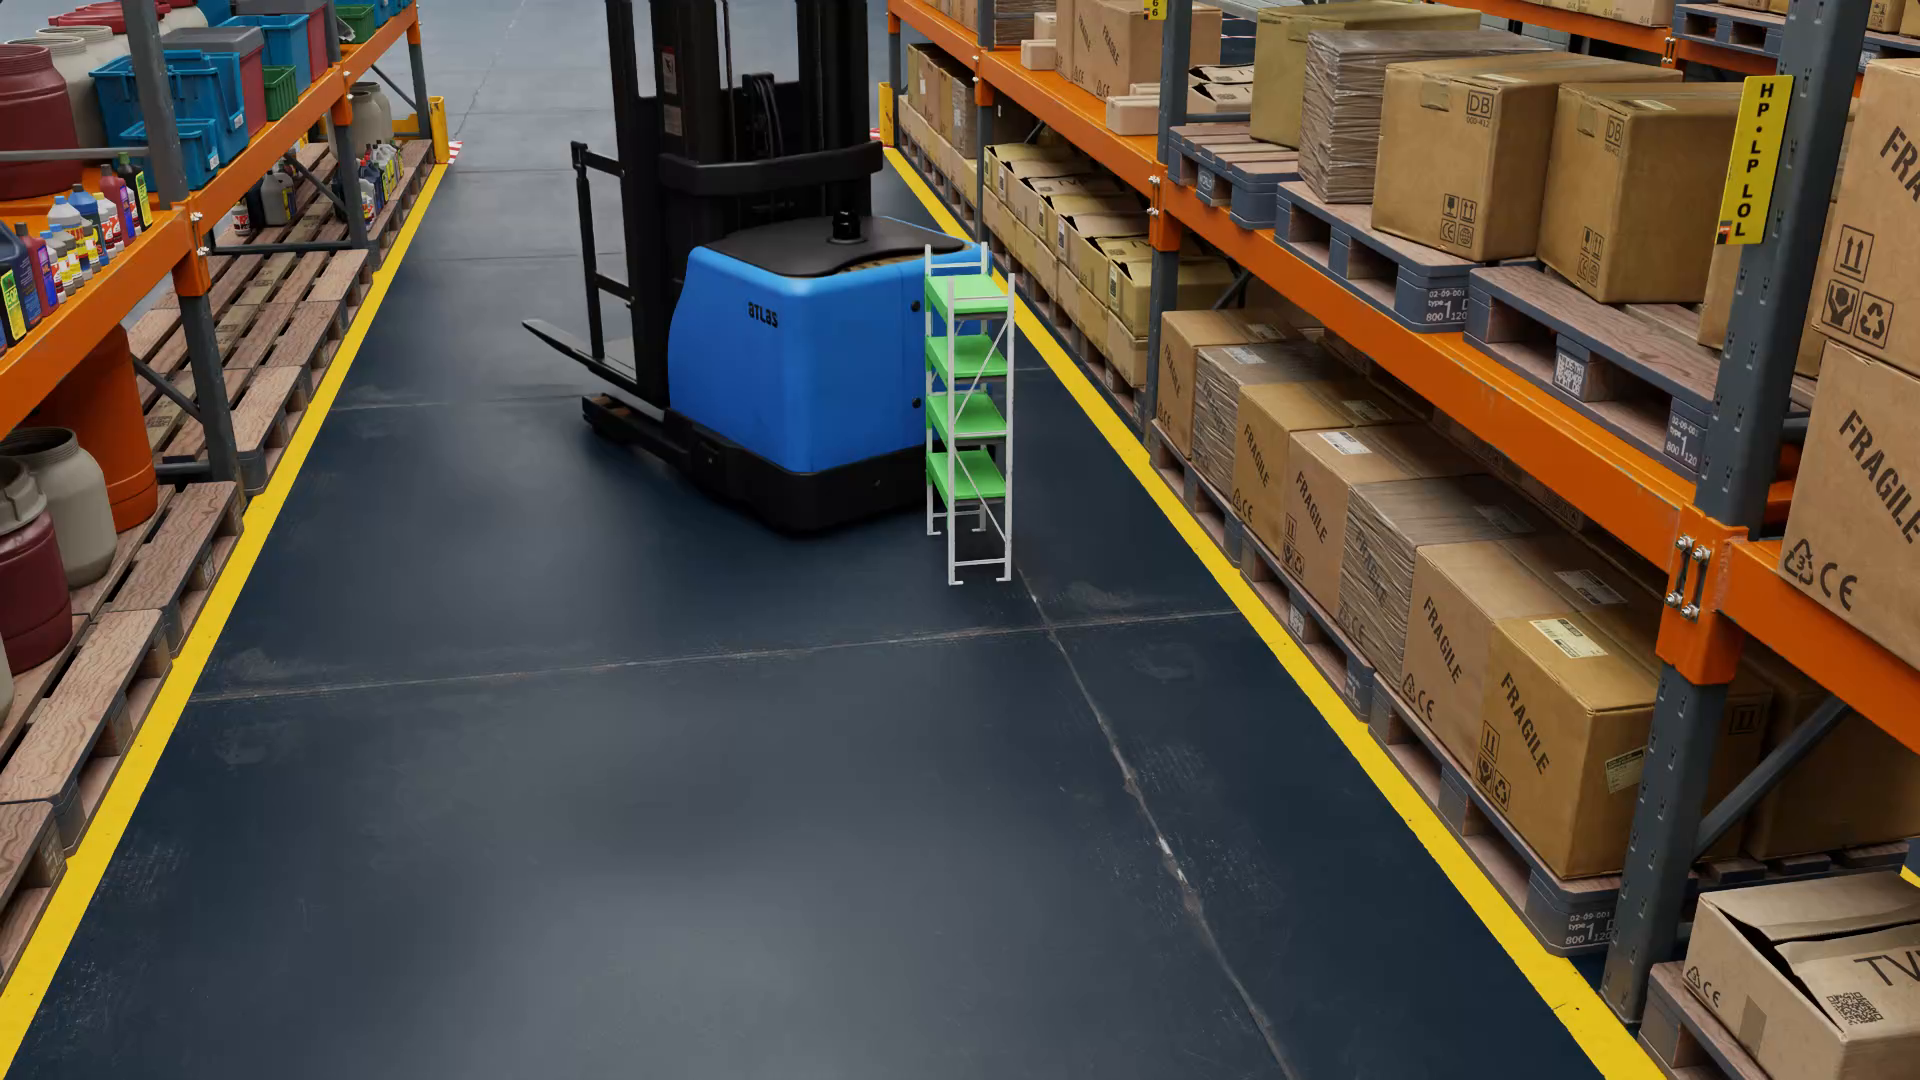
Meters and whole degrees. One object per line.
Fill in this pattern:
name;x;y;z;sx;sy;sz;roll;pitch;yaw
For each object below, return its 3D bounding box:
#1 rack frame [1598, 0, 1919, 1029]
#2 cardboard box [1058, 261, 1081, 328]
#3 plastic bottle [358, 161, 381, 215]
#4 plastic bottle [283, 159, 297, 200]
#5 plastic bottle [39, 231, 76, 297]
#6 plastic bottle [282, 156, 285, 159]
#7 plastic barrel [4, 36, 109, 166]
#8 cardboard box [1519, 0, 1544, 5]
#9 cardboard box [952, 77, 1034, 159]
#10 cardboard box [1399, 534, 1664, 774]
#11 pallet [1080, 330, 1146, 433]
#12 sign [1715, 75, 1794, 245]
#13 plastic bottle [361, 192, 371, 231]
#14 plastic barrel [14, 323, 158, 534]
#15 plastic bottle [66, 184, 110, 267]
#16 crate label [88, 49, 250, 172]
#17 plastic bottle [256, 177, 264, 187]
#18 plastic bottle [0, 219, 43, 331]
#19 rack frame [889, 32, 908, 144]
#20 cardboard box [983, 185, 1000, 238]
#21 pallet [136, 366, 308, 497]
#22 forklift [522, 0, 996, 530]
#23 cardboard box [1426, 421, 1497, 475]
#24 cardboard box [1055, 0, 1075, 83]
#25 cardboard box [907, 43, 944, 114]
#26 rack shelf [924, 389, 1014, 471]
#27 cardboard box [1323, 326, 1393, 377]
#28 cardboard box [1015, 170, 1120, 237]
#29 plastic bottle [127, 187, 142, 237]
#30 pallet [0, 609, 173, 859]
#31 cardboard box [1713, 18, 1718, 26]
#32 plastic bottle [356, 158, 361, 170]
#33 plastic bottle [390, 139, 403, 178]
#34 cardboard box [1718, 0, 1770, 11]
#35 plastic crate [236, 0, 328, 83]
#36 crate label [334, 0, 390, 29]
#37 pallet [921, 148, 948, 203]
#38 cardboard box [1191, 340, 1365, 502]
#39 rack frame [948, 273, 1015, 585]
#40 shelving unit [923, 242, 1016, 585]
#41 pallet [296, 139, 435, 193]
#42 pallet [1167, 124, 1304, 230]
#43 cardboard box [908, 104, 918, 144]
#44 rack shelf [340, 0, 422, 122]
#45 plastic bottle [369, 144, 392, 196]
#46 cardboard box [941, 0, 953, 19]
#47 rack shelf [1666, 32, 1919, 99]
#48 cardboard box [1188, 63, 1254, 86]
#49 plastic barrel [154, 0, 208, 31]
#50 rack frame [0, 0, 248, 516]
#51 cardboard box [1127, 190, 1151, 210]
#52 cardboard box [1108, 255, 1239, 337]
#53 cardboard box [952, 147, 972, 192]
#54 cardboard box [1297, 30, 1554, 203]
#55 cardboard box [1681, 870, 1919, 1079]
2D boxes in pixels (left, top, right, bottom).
rack frame;2.095;-0.251;3.577;1.000;3.000;0.127;-4;24;-10
cardboard box;0.829;-1.346;8.995;0.500;0.250;0.500;-4;24;-9
plastic bottle;-3.995;-2.368;11.185;0.144;0.351;0.185;-4;24;-8
plastic bottle;-4.673;-2.496;11.562;0.061;0.283;0.133;-4;24;-10
plastic bottle;-2.866;-0.873;5.250;0.097;0.201;0.097;0;24;0
plastic bottle;-4.901;-2.686;12.012;0.097;0.271;0.097;0;24;0
plastic barrel;-3.914;-1.899;7.211;0.421;0.512;0.421;0;24;0
cardboard box;4.811;-4.461;13.379;0.500;0.250;0.500;-4;24;-9
cardboard box;0.234;-3.037;11.931;0.500;0.500;0.500;-4;24;-10
cardboard box;1.638;0.325;4.831;0.500;0.500;0.500;-4;24;-10
pallet;1.241;-0.873;8.485;1.003;0.211;1.213;-4;24;-10
sign;1.550;-0.739;3.248;0.100;0.325;0.005;-4;24;-10
plastic bottle;-3.882;-2.142;10.765;0.097;0.271;0.097;0;24;0
plastic barrel;-3.407;-0.466;6.256;0.600;0.830;0.708;-4;24;-10
plastic bottle;-2.938;-1.059;5.587;0.097;0.271;0.097;0;24;0
crate label;-3.432;-1.886;7.277;0.502;0.435;0.616;-4;24;-10
plastic bottle;-4.691;-2.328;11.092;0.144;0.351;0.185;-6;24;-12
plastic bottle;-2.820;-0.794;4.881;0.144;0.351;0.185;-4;24;-10
rack frame;-0.124;-4.971;14.384;1.000;3.000;0.127;-4;24;-10
cardboard box;0.446;-2.153;10.843;0.500;0.250;0.500;-5;24;-11
pallet;-3.619;-0.489;7.606;1.003;0.211;1.213;-4;24;-10
forklift;-1.145;-1.907;7.455;1.130;2.935;3.031;-17;29;-34
cardboard box;1.957;-0.120;5.851;0.500;0.500;0.500;-5;24;-12
cardboard box;0.839;-2.933;9.593;0.500;0.500;0.500;-3;24;-6
cardboard box;-0.150;-3.823;13.730;0.500;0.500;0.500;-4;24;-10
rack shelf;0.031;-0.426;6.386;0.258;0.148;0.480;-4;24;-10
cardboard box;1.773;-0.852;6.589;0.500;0.250;0.500;-3;24;-8
cardboard box;0.631;-2.005;9.804;0.500;0.311;0.500;-5;24;-11
plastic bottle;-3.016;-1.194;5.984;0.097;0.201;0.097;0;24;0
pallet;-3.105;0.605;5.102;1.003;0.211;1.213;-4;24;-10
cardboard box;5.607;-3.907;12.110;0.500;0.250;0.500;-4;24;-9
plastic bottle;-4.249;-2.555;11.705;0.152;0.276;0.135;-4;24;-10
plastic bottle;-4.183;-2.828;12.322;0.061;0.283;0.133;-4;24;-8
cardboard box;5.543;-3.810;11.052;0.700;0.500;0.500;-4;24;-10
plastic crate;-3.863;-2.894;9.549;0.402;0.464;0.583;-4;24;-10
crate label;-4.387;-3.918;11.929;0.502;0.435;0.616;-4;24;-10
pallet;0.280;-2.917;13.164;1.003;0.211;1.213;-4;24;-10
cardboard box;1.261;-0.475;6.662;0.500;0.500;0.500;-5;24;-12
rack frame;0.076;-0.389;6.141;0.240;1.200;0.015;-4;24;-10
shelving unit;0.031;-0.485;6.361;0.258;1.200;0.503;-4;24;-10
pallet;-4.788;-2.982;13.313;1.003;0.211;1.213;-4;24;-10
pallet;1.549;-1.475;6.619;1.213;0.211;1.003;-4;24;-10
cardboard box;-0.148;-3.480;13.880;0.500;0.250;0.500;-4;24;-10
rack shelf;-4.623;-3.489;11.891;1.077;0.370;4.000;-4;24;-10
plastic bottle;-4.108;-2.610;11.738;0.144;0.351;0.185;-4;24;-10
cardboard box;0.238;-4.223;12.548;0.700;0.500;0.500;-4;24;-8
rack shelf;5.853;-2.649;9.967;1.077;0.370;4.000;-4;24;-10
cardboard box;1.380;-2.150;8.035;0.500;0.311;0.500;-5;24;-10
plastic barrel;-4.292;-2.702;9.020;0.433;0.535;0.433;0;24;0
rack frame;-3.514;-1.459;6.343;1.000;3.000;0.127;-4;24;-10
cardboard box;1.254;-1.850;9.449;0.500;0.311;0.500;-5;24;-10
cardboard box;1.016;-1.201;7.963;0.500;0.311;0.500;-4;24;-8
cardboard box;0.232;-2.694;12.080;0.500;0.250;0.500;-4;24;-10
cardboard box;1.564;-1.449;5.671;0.700;0.500;0.500;0;24;0
cardboard box;1.960;0.961;3.612;0.500;0.311;0.500;-4;24;-10
